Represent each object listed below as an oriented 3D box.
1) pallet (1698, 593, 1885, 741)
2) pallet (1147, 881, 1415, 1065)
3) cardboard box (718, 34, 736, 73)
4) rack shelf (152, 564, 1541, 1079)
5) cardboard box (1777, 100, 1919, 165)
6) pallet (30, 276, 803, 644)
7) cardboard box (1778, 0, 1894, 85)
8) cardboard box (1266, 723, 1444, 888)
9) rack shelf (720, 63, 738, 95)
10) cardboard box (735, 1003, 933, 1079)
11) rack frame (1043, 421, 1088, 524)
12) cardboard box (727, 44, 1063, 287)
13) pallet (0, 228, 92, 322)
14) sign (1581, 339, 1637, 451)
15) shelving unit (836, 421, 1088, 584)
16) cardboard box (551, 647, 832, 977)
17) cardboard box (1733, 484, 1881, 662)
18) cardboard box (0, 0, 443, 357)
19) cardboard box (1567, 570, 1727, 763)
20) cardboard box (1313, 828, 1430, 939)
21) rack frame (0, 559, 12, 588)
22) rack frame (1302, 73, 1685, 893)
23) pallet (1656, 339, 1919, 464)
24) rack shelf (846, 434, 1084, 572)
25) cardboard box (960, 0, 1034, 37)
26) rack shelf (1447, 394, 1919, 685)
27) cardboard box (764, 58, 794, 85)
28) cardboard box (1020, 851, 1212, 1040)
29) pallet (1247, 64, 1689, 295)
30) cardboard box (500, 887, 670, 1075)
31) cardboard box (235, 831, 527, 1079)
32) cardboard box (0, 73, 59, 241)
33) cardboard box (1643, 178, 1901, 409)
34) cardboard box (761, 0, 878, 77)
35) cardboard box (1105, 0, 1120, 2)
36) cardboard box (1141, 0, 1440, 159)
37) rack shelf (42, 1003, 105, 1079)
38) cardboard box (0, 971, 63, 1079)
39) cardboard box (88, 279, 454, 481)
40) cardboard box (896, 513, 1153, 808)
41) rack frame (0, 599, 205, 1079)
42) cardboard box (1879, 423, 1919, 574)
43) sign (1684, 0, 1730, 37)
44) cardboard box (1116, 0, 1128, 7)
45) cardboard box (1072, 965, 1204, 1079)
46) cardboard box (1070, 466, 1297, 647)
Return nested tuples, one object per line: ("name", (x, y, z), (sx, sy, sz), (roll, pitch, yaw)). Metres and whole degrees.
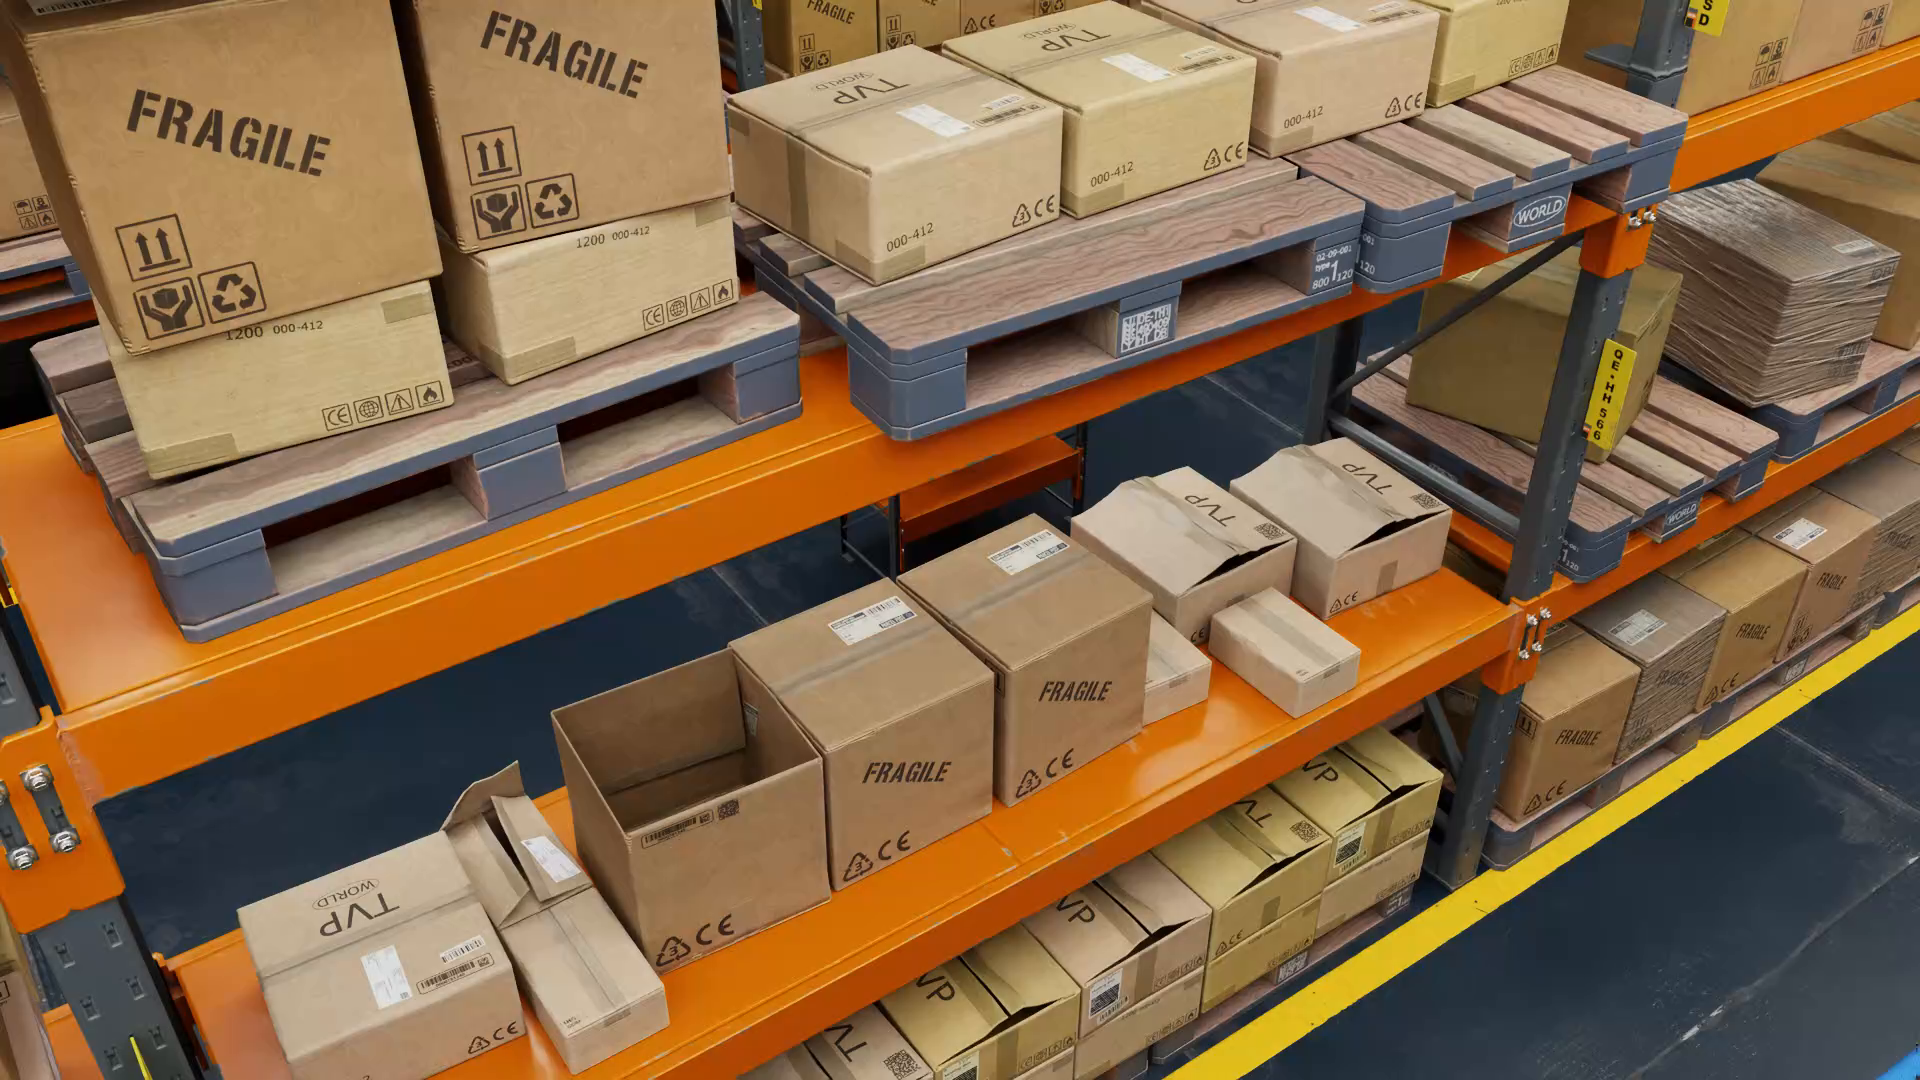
("pallet", (3.163, 0.284, 7.175), (1.213, 0.211, 1.003), (-22, 41, -28))
("pallet", (0.840, 1.183, 5.924), (1.213, 0.211, 1.003), (-22, 41, -28))
("cardboard box", (-1.203, -2.708, 9.144), (0.250, 0.149, 0.380), (-22, 41, -27))
("rack shelf", (-0.100, 0.758, 4.744), (4.000, 0.370, 1.077), (-22, 41, -28))
("cardboard box", (3.763, -1.450, 6.751), (0.500, 0.500, 0.700), (-16, 39, -21))
("pallet", (-1.021, -0.305, 3.199), (1.217, 0.209, 0.805), (-24, 42, -30))
("cardboard box", (2.289, -1.800, 5.029), (0.500, 0.500, 0.910), (-22, 41, -28))
("cardboard box", (1.249, 0.805, 5.577), (0.500, 0.311, 0.500), (-21, 41, -27))
("rack shelf", (0.313, -2.951, 9.900), (4.000, 0.370, 1.077), (-22, 41, -28))
("cardboard box", (-0.419, 1.496, 4.616), (0.500, 0.311, 0.500), (-24, 42, -29))
("rack frame", (0.421, -0.630, 7.662), (0.032, 1.125, 0.500), (-22, 41, -28))
("cardboard box", (-0.136, -0.803, 3.497), (0.500, 0.250, 0.500), (-26, 43, -32))
("pallet", (-3.883, -1.334, 7.201), (1.213, 0.211, 1.003), (-22, 41, -28))
("sign", (1.857, -0.413, 4.764), (0.005, 0.325, 0.100), (-22, 41, -28))
("shelving unit", (0.006, -0.459, 7.425), (1.048, 1.125, 0.538), (-22, 41, -28))
("cardboard box", (-0.667, 0.670, 4.164), (0.500, 0.500, 0.500), (-19, 40, -25))
("cardboard box", (3.333, 0.089, 6.821), (0.500, 0.500, 0.500), (-24, 42, -29))
("cardboard box", (-1.208, -0.682, 2.687), (0.500, 0.500, 0.500), (-22, 41, -27))
("cardboard box", (2.496, 0.434, 6.342), (0.500, 0.500, 0.500), (-24, 42, -29))
("cardboard box", (1.245, 1.032, 5.741), (0.500, 0.250, 0.500), (-21, 41, -27))
("rack frame", (-4.591, -1.225, 6.884), (0.127, 3.000, 1.000), (-22, 41, -28))
("rack frame", (1.535, -0.207, 5.469), (0.127, 3.000, 1.000), (-22, 41, -28))
("pallet", (3.122, -0.786, 6.438), (1.213, 0.211, 1.003), (-22, 41, -28))
("rack shelf", (0.006, -0.260, 7.567), (1.000, 0.278, 0.538), (-22, 41, -28))
("cardboard box", (0.062, -3.119, 9.160), (0.500, 0.500, 0.500), (-23, 41, -28))
("rack shelf", (3.170, -0.588, 6.614), (4.000, 0.370, 1.077), (-22, 41, -28))
("cardboard box", (-0.919, -2.476, 8.822), (0.250, 0.149, 0.380), (-23, 42, -29))
("cardboard box", (0.413, 1.151, 5.096), (0.500, 0.311, 0.500), (-23, 41, -28))
("pallet", (1.032, -1.077, 4.272), (1.003, 0.211, 1.213), (-20, 40, -26))
("cardboard box", (-0.893, 1.040, 3.950), (0.250, 0.149, 0.380), (-22, 41, -28))
("cardboard box", (-1.357, 1.013, 3.901), (0.500, 0.250, 0.500), (-20, 40, -25))
("cardboard box", (-4.156, -1.599, 6.942), (0.500, 0.500, 0.700), (-22, 41, -28))
("cardboard box", (2.842, -0.900, 5.988), (0.500, 0.500, 0.700), (-15, 38, -19))
("cardboard box", (-0.777, -2.781, 8.690), (0.500, 0.500, 0.500), (-21, 41, -27))
("cardboard box", (0.889, -3.468, 9.646), (0.500, 0.500, 0.500), (-22, 41, -28))
("cardboard box", (0.779, -1.170, 4.008), (0.500, 0.250, 0.500), (-21, 41, -27))
("rack shelf", (-3.369, 2.103, 2.873), (4.000, 0.370, 1.077), (-22, 41, -28))
("cardboard box", (-1.833, 1.028, 3.110), (0.250, 0.149, 0.380), (-22, 41, -28))
("cardboard box", (-1.225, -0.392, 2.925), (0.500, 0.250, 0.500), (-18, 39, -23))
("cardboard box", (0.173, 0.324, 4.644), (0.500, 0.500, 0.500), (-25, 42, -30))
("rack frame", (-1.735, 1.138, 3.598), (0.127, 3.000, 1.000), (-22, 41, -28))
("cardboard box", (4.157, -0.251, 7.295), (0.500, 0.500, 0.500), (-22, 41, -28))
("sign", (1.848, -1.399, 4.047), (0.005, 0.325, 0.100), (-22, 41, -28))
("cardboard box", (0.771, -3.166, 9.782), (0.250, 0.149, 0.380), (-24, 42, -29))
("cardboard box", (0.413, 1.375, 5.265), (0.500, 0.250, 0.500), (-21, 41, -27))
("cardboard box", (0.692, 0.037, 5.205), (0.500, 0.311, 0.500), (-23, 42, -28))
